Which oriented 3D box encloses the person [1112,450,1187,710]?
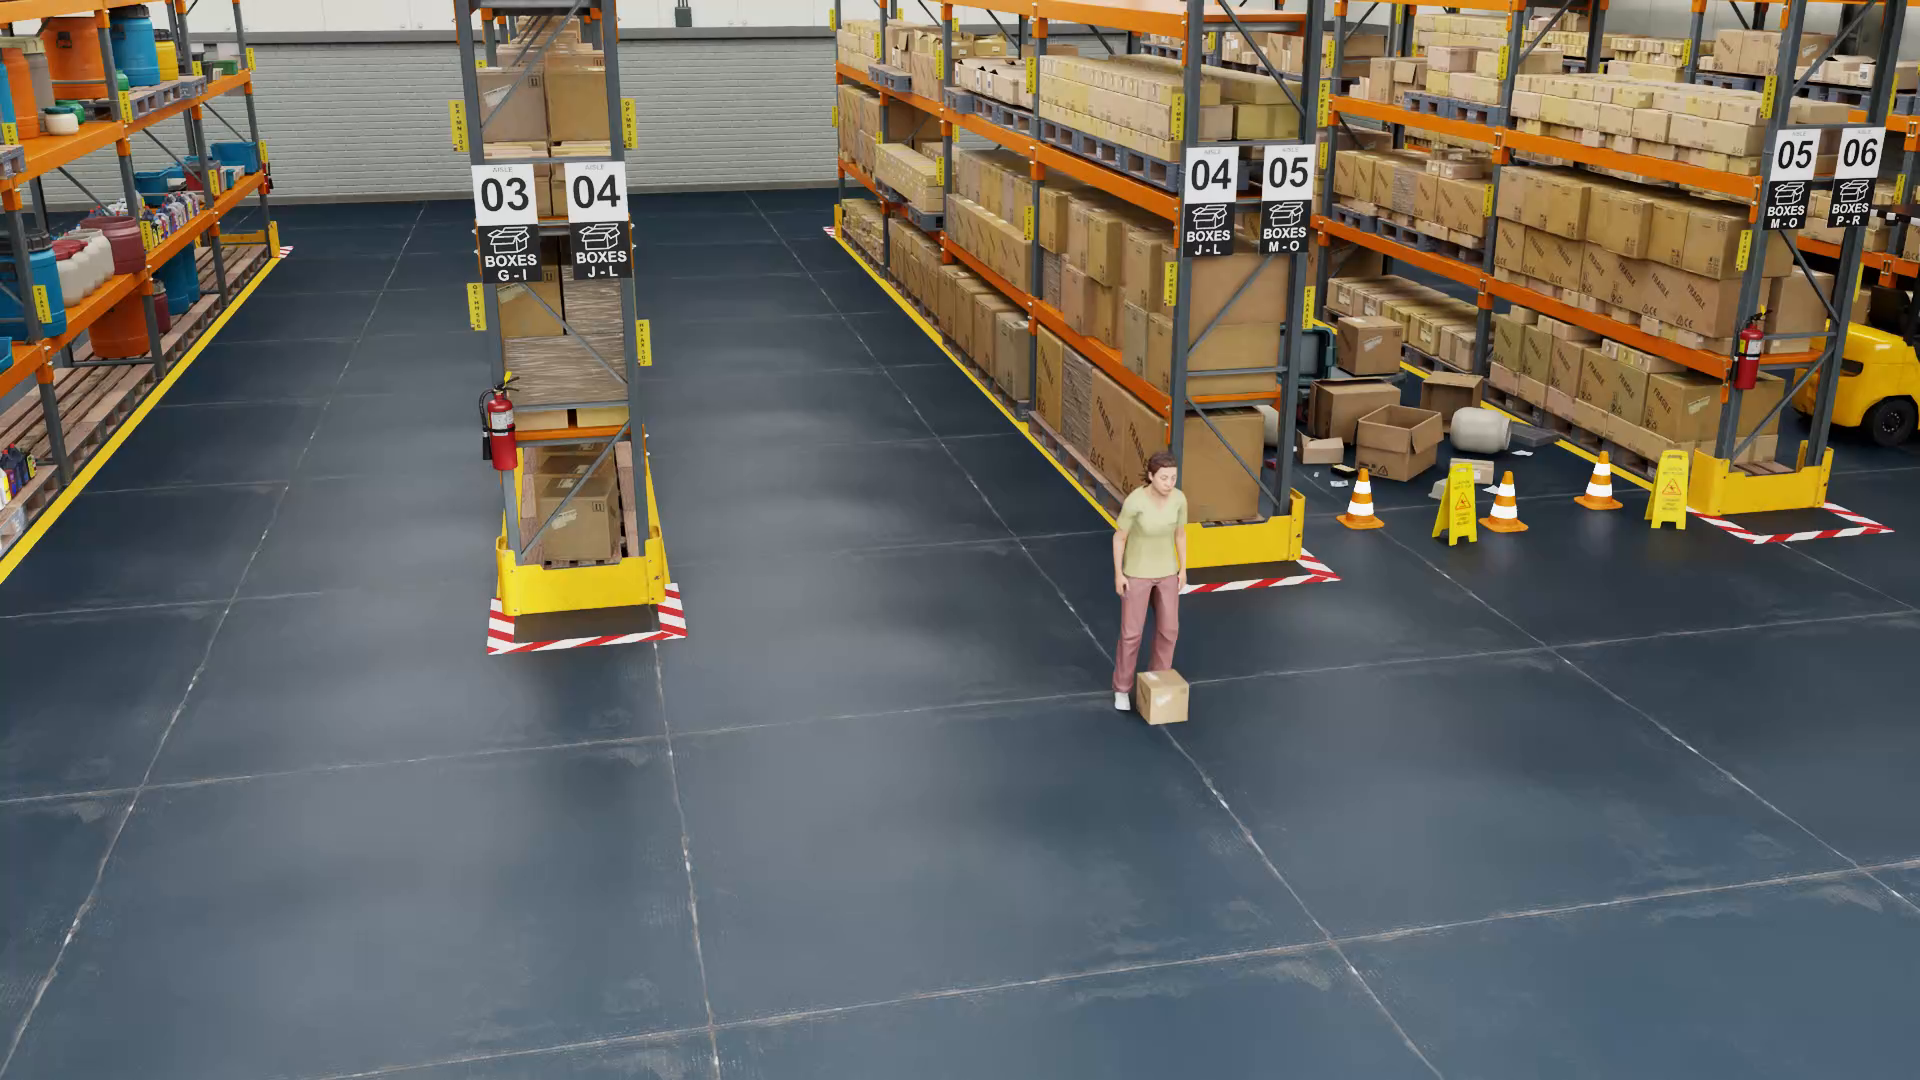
[{"bbox_3d":[1.203,0.233,10.423,0.502,1.671,0.361,-5,20,-15],"label":"person"}]
